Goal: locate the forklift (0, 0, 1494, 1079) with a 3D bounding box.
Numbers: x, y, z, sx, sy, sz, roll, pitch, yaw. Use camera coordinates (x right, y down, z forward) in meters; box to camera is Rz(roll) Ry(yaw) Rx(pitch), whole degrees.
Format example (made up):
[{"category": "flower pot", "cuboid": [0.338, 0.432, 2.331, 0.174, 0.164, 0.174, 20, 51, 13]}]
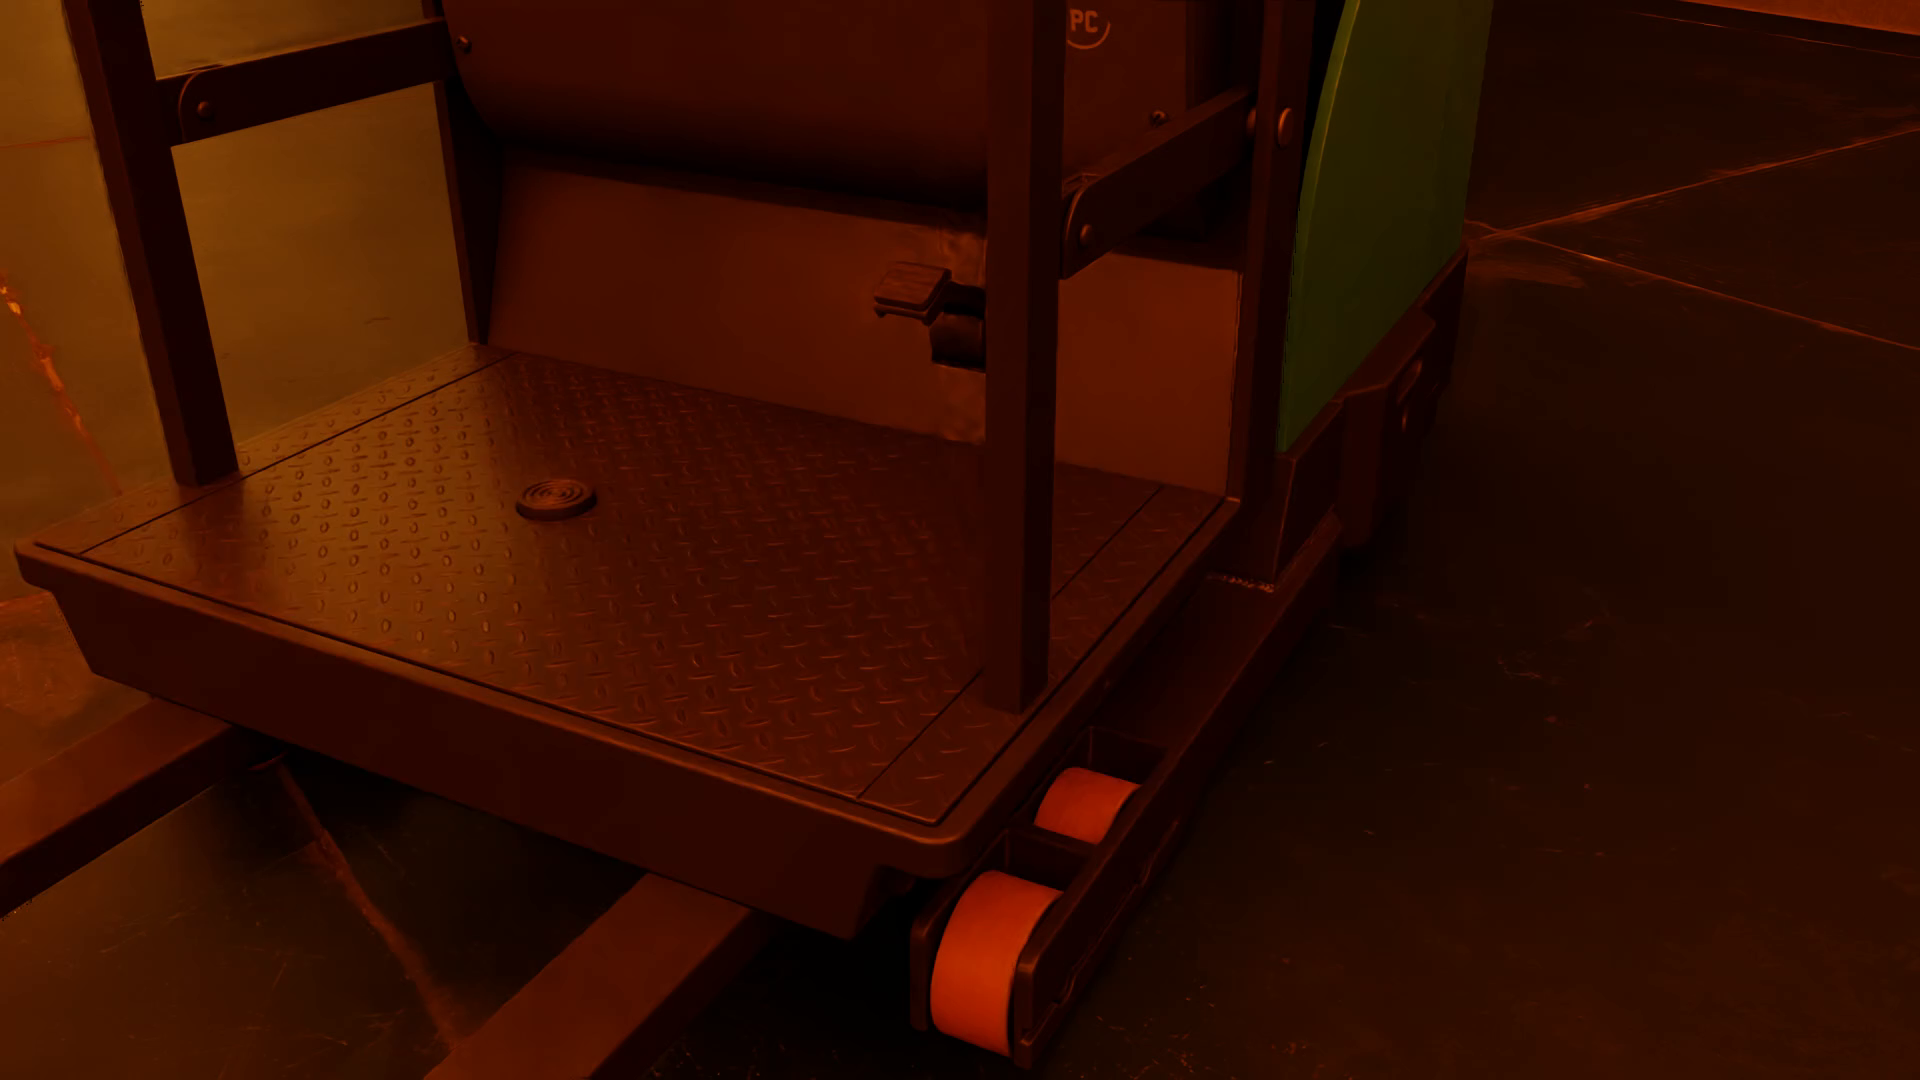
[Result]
[{"category": "forklift", "cuboid": [-0.270, -1.061, 1.346, 1.130, 2.935, 3.031, 13, 29, 24]}]
